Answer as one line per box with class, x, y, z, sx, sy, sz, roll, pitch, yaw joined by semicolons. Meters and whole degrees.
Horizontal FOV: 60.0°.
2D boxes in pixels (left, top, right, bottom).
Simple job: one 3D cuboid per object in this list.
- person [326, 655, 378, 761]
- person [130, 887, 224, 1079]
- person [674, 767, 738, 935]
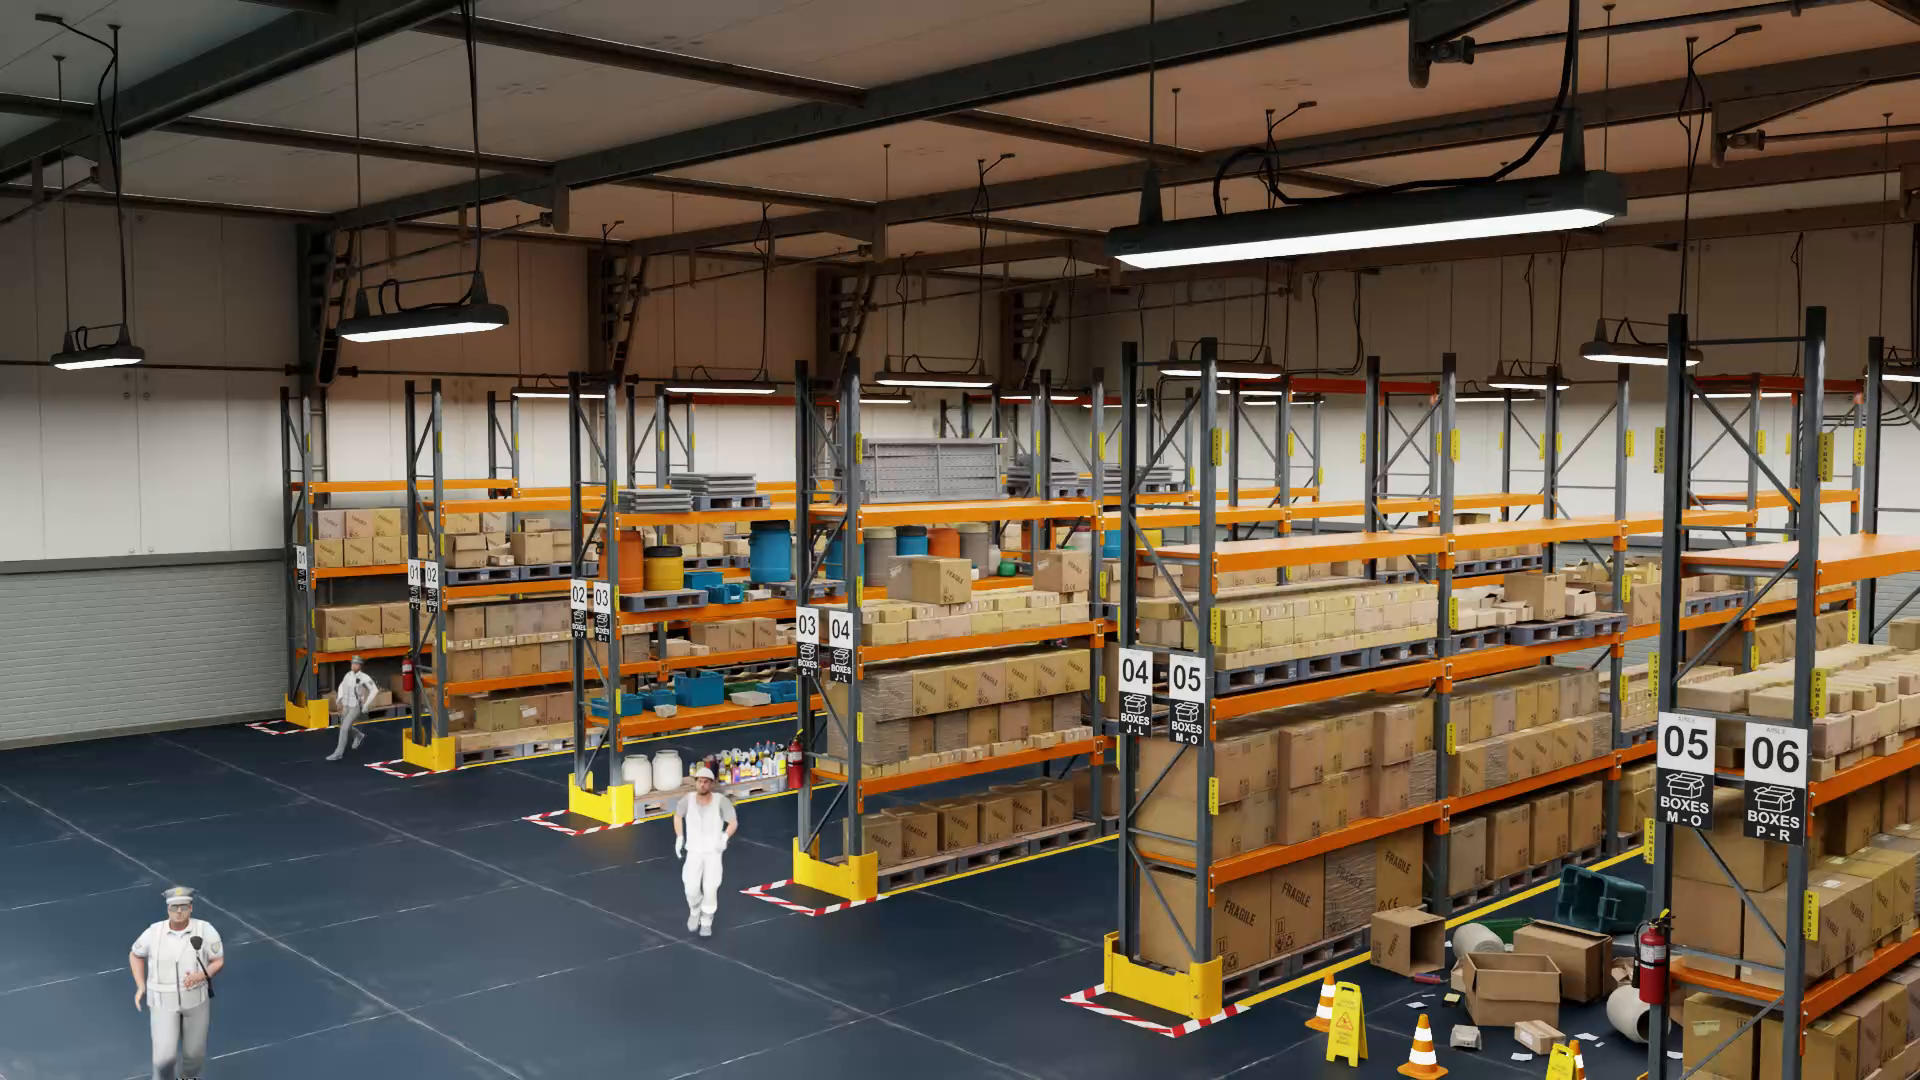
person;-9.630;2.647;26.462;0.675;1.644;0.845;1;4;21
person;-5.865;3.484;12.491;0.637;1.775;0.685;-2;4;-28
person;-2.606;3.197;16.987;0.663;1.749;0.572;0;4;-4
